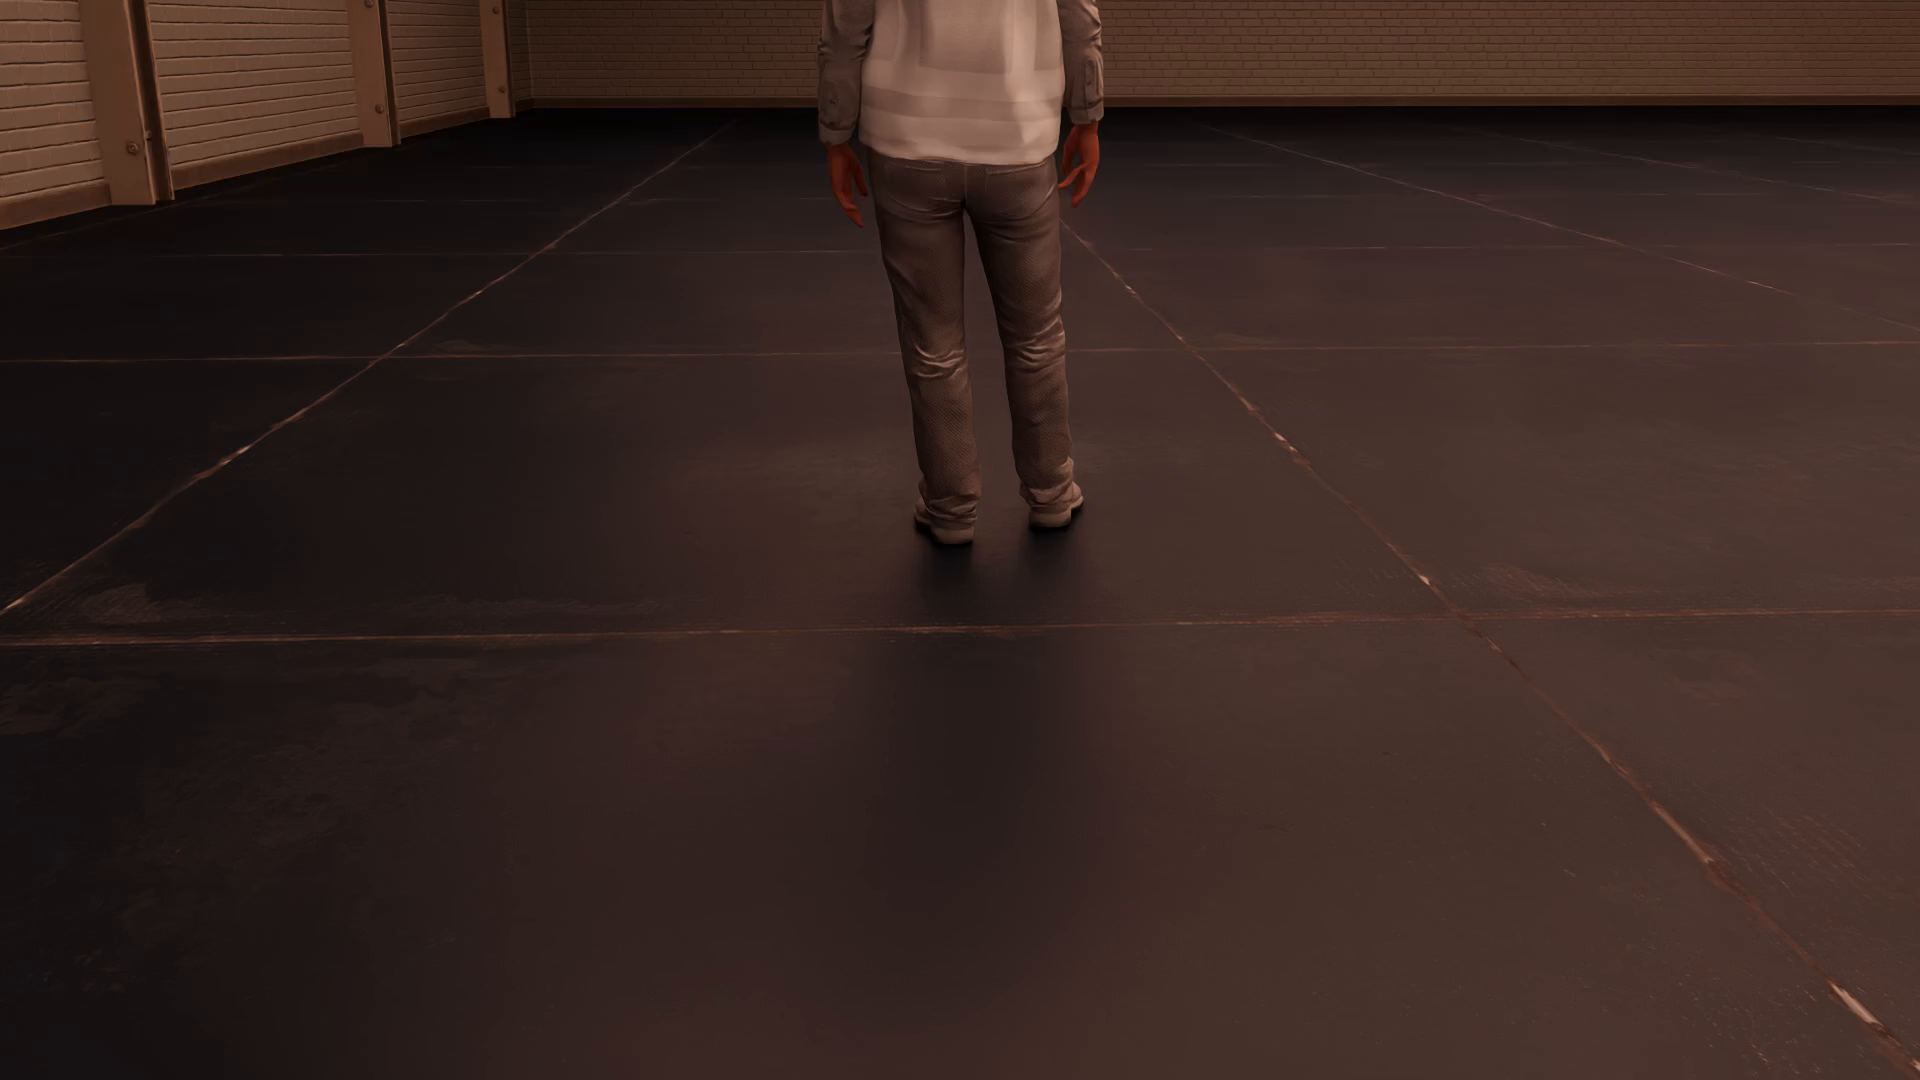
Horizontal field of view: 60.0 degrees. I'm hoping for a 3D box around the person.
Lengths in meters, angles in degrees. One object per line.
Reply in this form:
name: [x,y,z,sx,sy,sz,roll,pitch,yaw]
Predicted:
person: [0.004,-0.874,3.717,0.634,1.775,0.566,-1,17,-3]
